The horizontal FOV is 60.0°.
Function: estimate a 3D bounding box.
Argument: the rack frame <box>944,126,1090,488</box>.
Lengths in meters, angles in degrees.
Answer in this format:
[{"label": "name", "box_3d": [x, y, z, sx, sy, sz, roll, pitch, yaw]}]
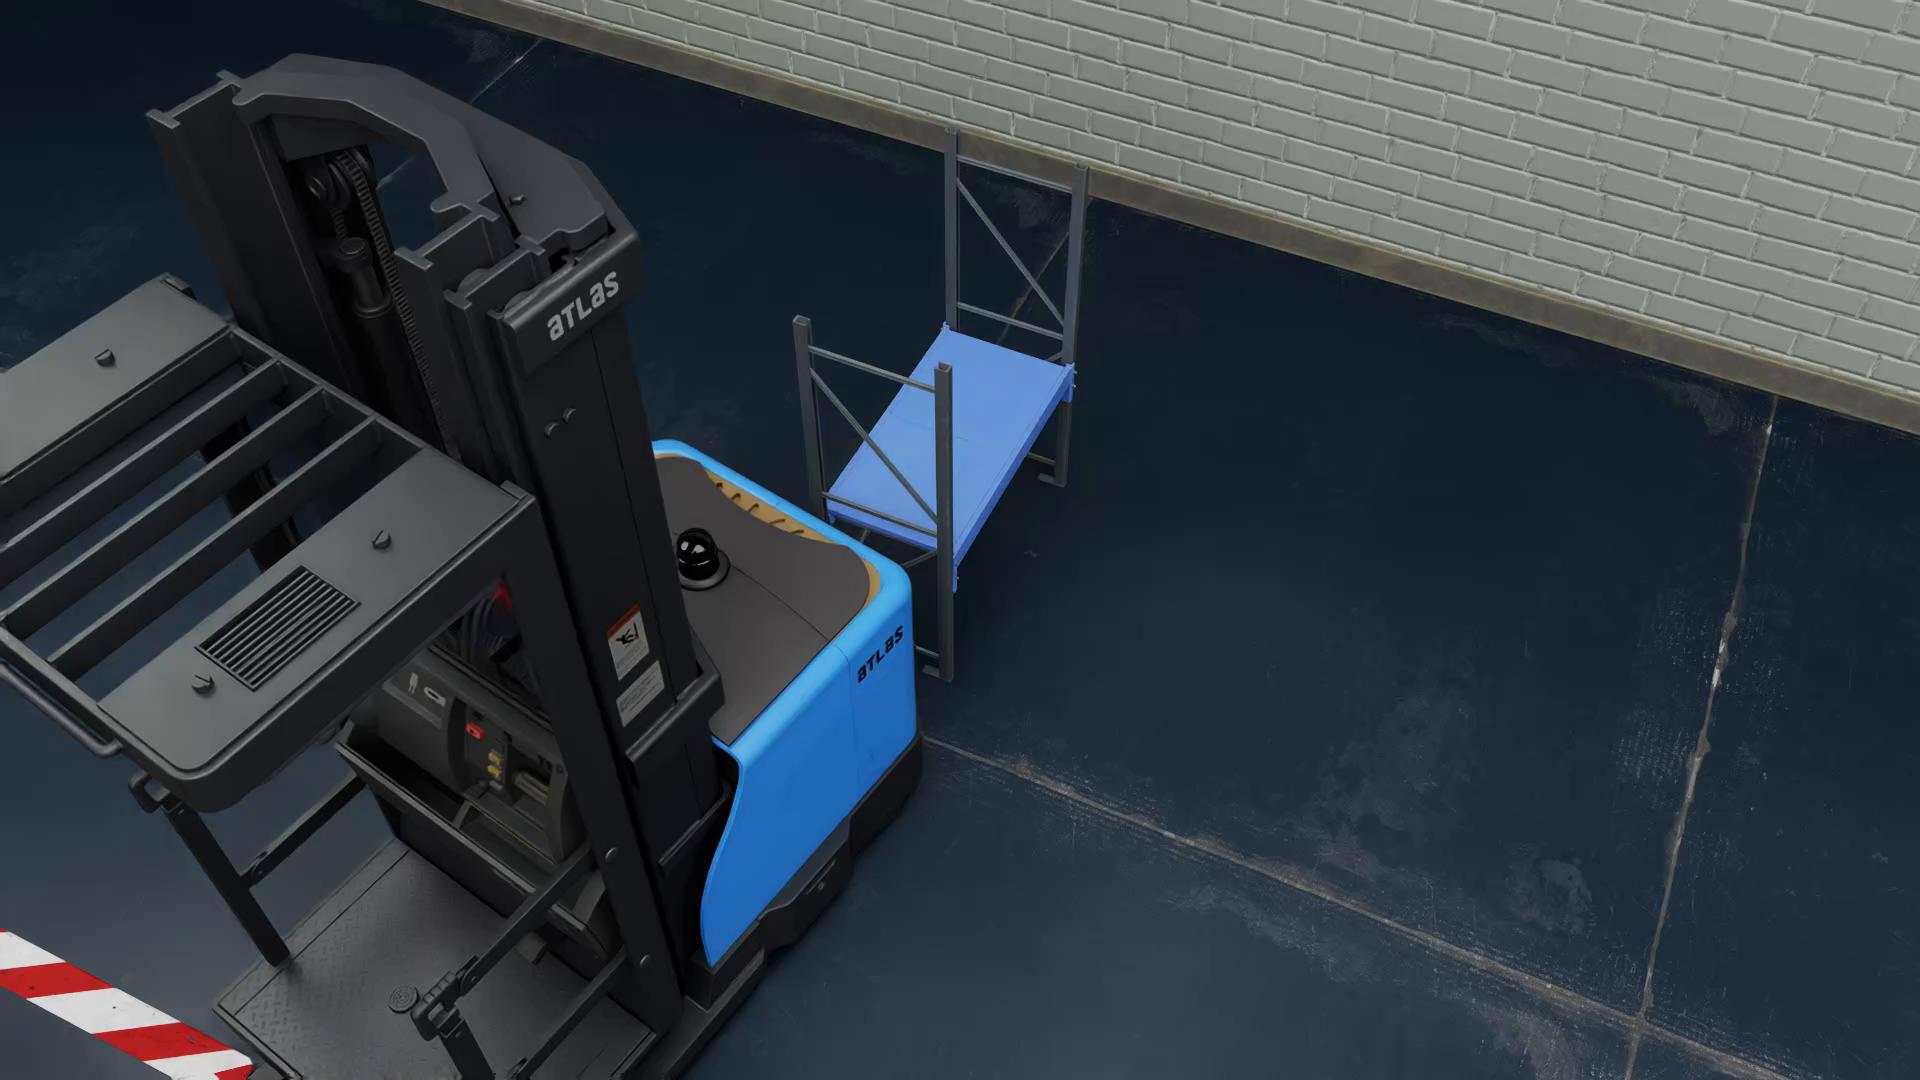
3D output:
[{"label": "rack frame", "box_3d": [0.181, -0.777, 5.927, 0.500, 1.500, 0.032, 20, 52, 16]}]

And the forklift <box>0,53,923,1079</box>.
[{"label": "forklift", "box_3d": [-1.395, 0.535, 3.870, 1.130, 2.935, 3.031, 29, 55, 22]}]

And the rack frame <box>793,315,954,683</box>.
[{"label": "rack frame", "box_3d": [-0.254, -0.077, 5.331, 0.500, 1.500, 0.032, 20, 52, 16]}]

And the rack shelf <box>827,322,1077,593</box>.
[{"label": "rack shelf", "box_3d": [-0.036, -0.311, 5.766, 0.538, 0.185, 1.000, 20, 52, 16]}]

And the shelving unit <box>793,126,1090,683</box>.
[{"label": "shelving unit", "box_3d": [-0.036, -0.427, 5.629, 0.538, 1.500, 1.048, 20, 52, 16]}]
